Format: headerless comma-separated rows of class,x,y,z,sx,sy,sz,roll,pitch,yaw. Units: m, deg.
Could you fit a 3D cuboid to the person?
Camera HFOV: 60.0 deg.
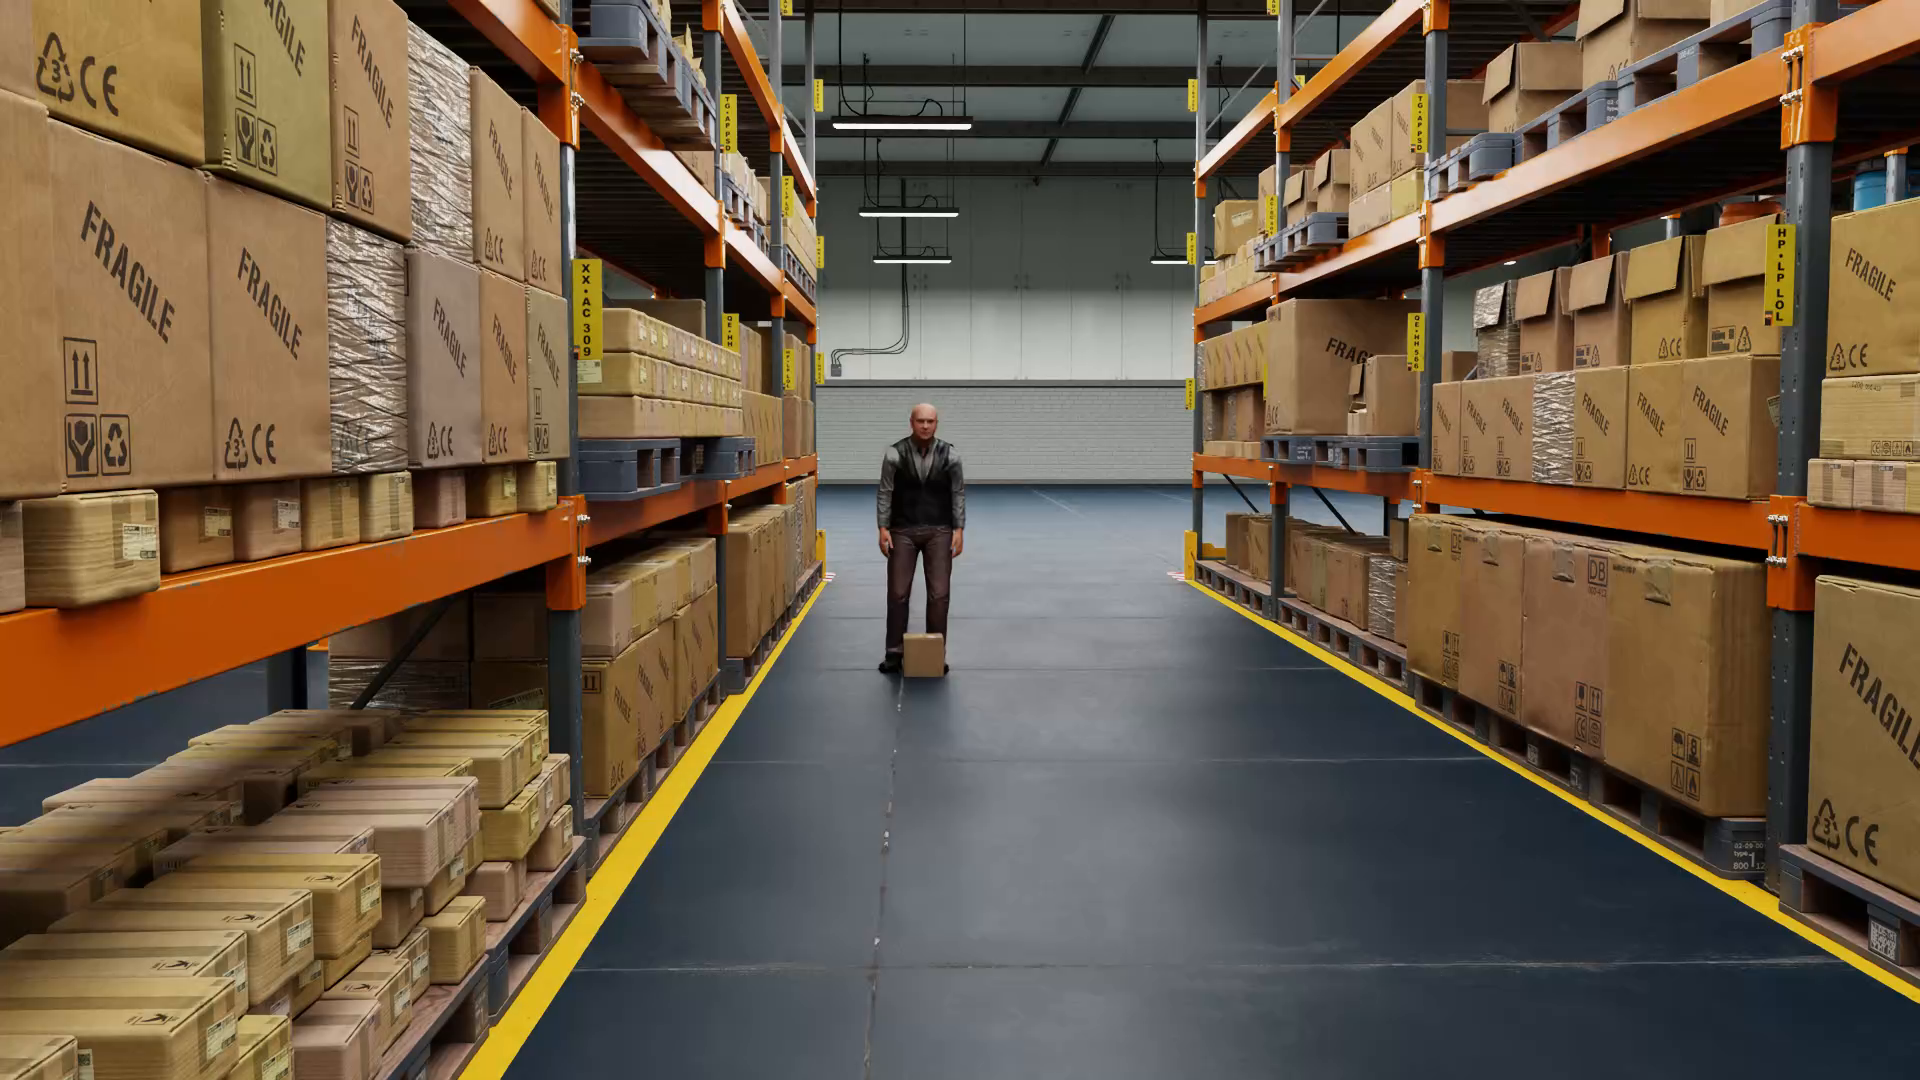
person,-0.248,-0.021,10.736,0.575,1.720,0.474,0,4,-4
